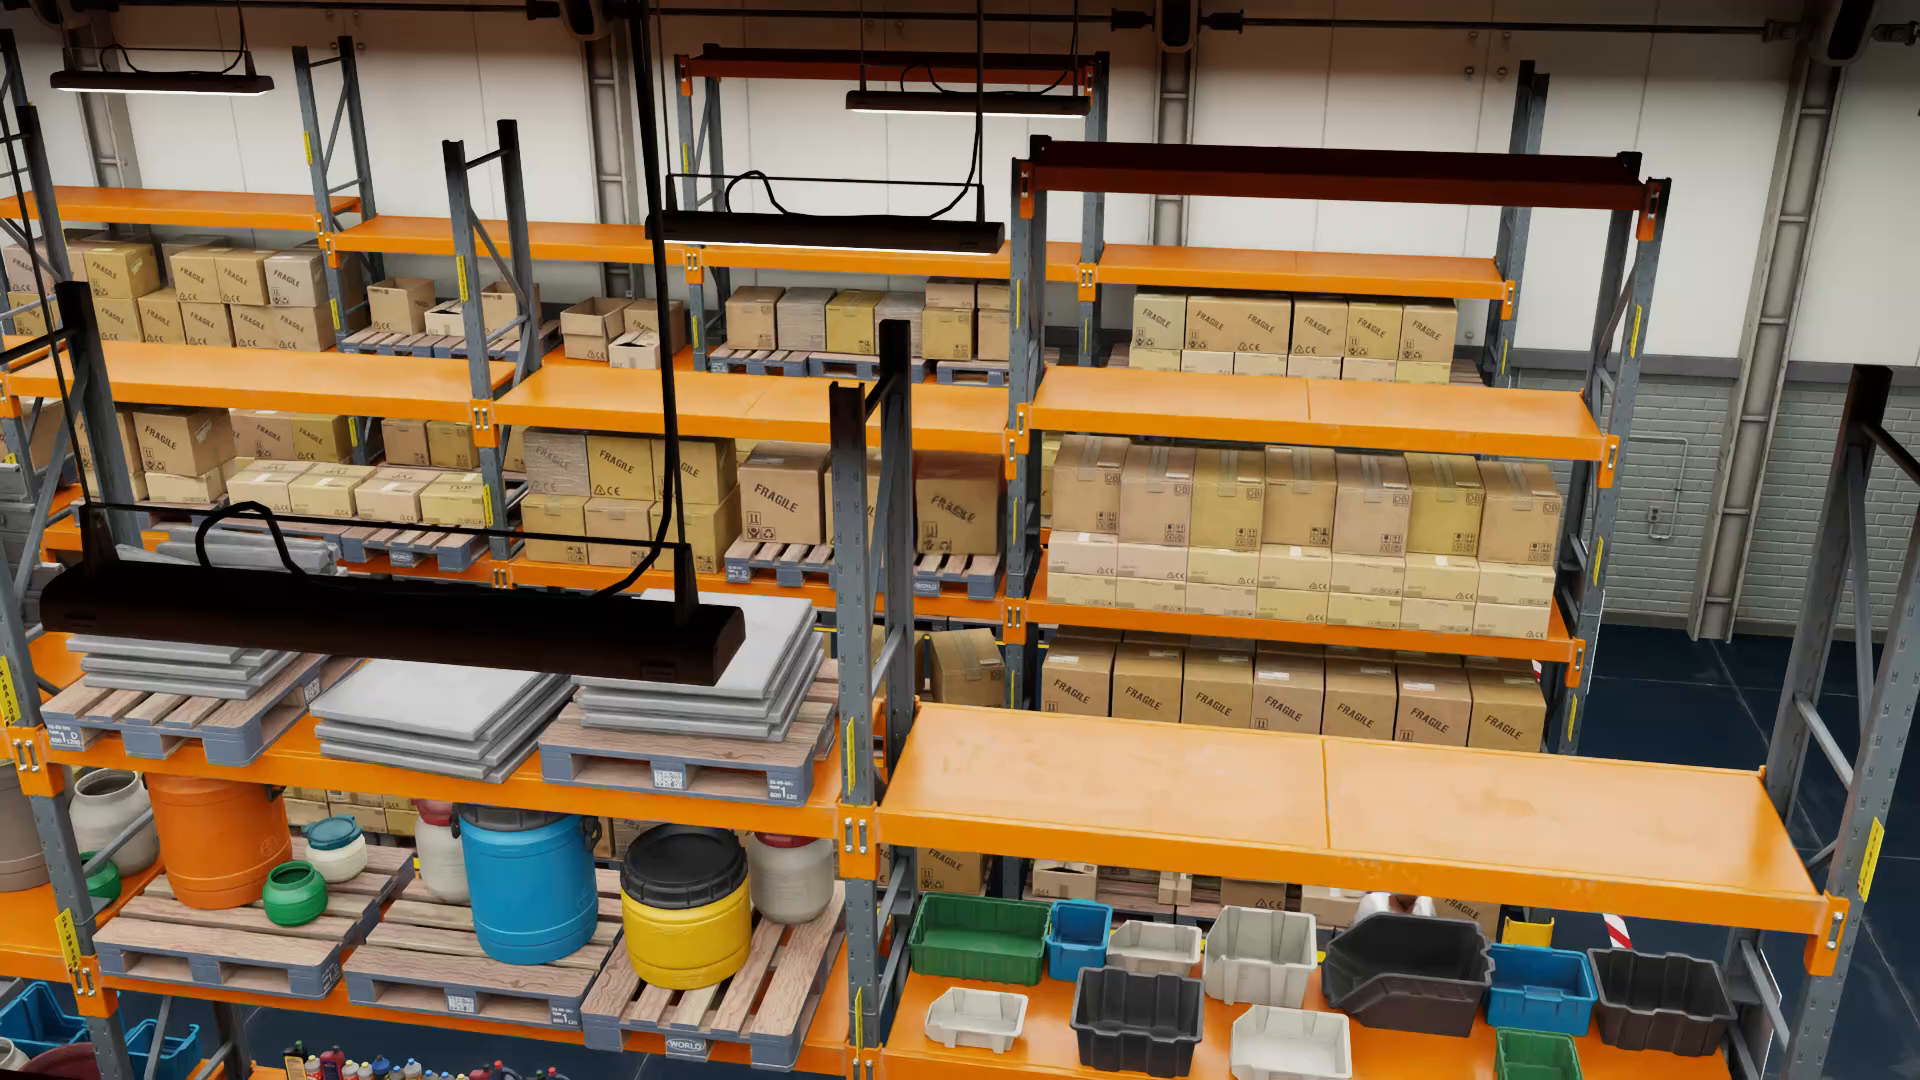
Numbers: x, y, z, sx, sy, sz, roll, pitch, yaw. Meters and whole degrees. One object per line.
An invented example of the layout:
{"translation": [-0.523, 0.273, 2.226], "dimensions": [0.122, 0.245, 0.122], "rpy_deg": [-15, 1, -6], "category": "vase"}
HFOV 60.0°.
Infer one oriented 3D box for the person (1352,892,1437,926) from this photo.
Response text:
{"translation": [2.924, 2.941, 11.213], "dimensions": [0.616, 1.833, 0.547], "rpy_deg": [-6, 24, -14], "category": "person"}
